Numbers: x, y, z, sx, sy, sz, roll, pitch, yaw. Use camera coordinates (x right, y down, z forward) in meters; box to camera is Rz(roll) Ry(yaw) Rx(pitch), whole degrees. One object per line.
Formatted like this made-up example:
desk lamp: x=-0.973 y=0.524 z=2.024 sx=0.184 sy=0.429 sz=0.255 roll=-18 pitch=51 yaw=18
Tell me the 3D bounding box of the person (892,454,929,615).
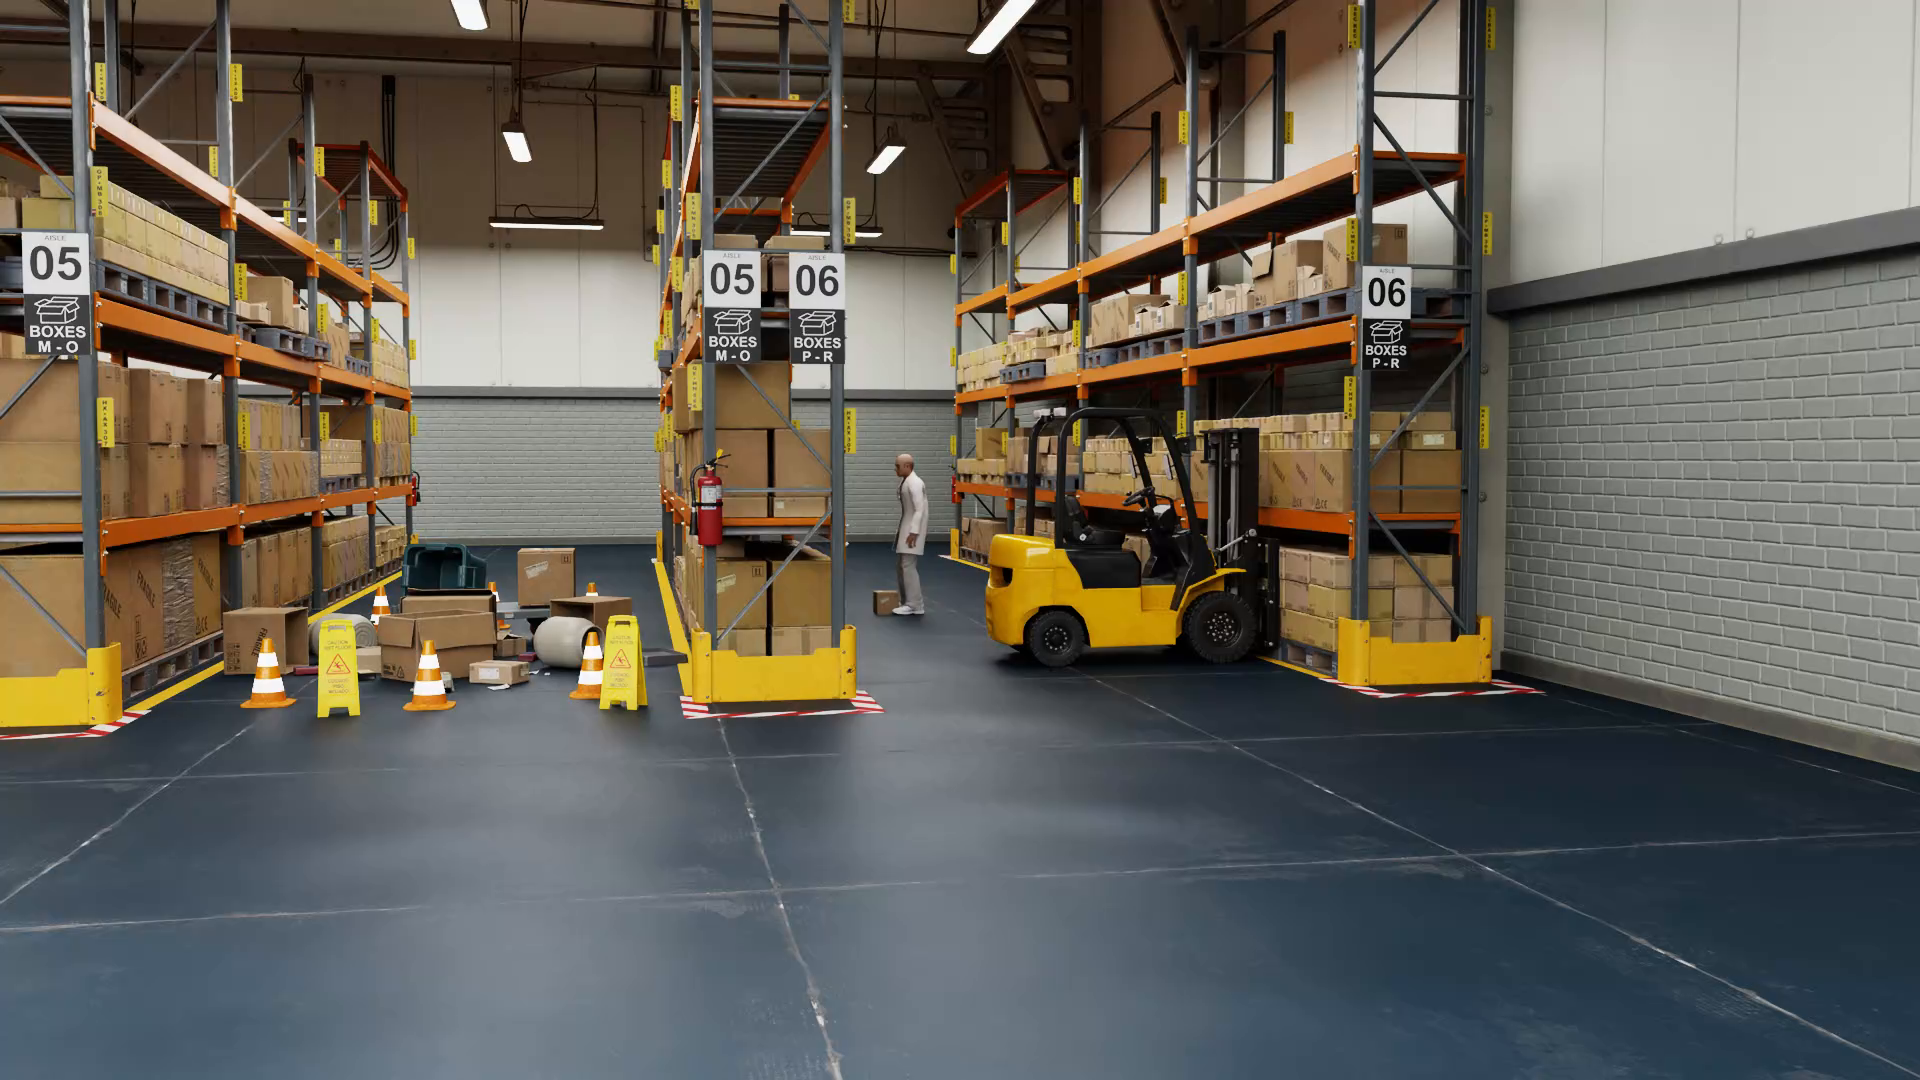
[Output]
person: x=-0.574 y=-0.067 z=18.449 sx=0.425 sy=1.772 sz=0.644 roll=-1 pitch=3 yaw=-15
